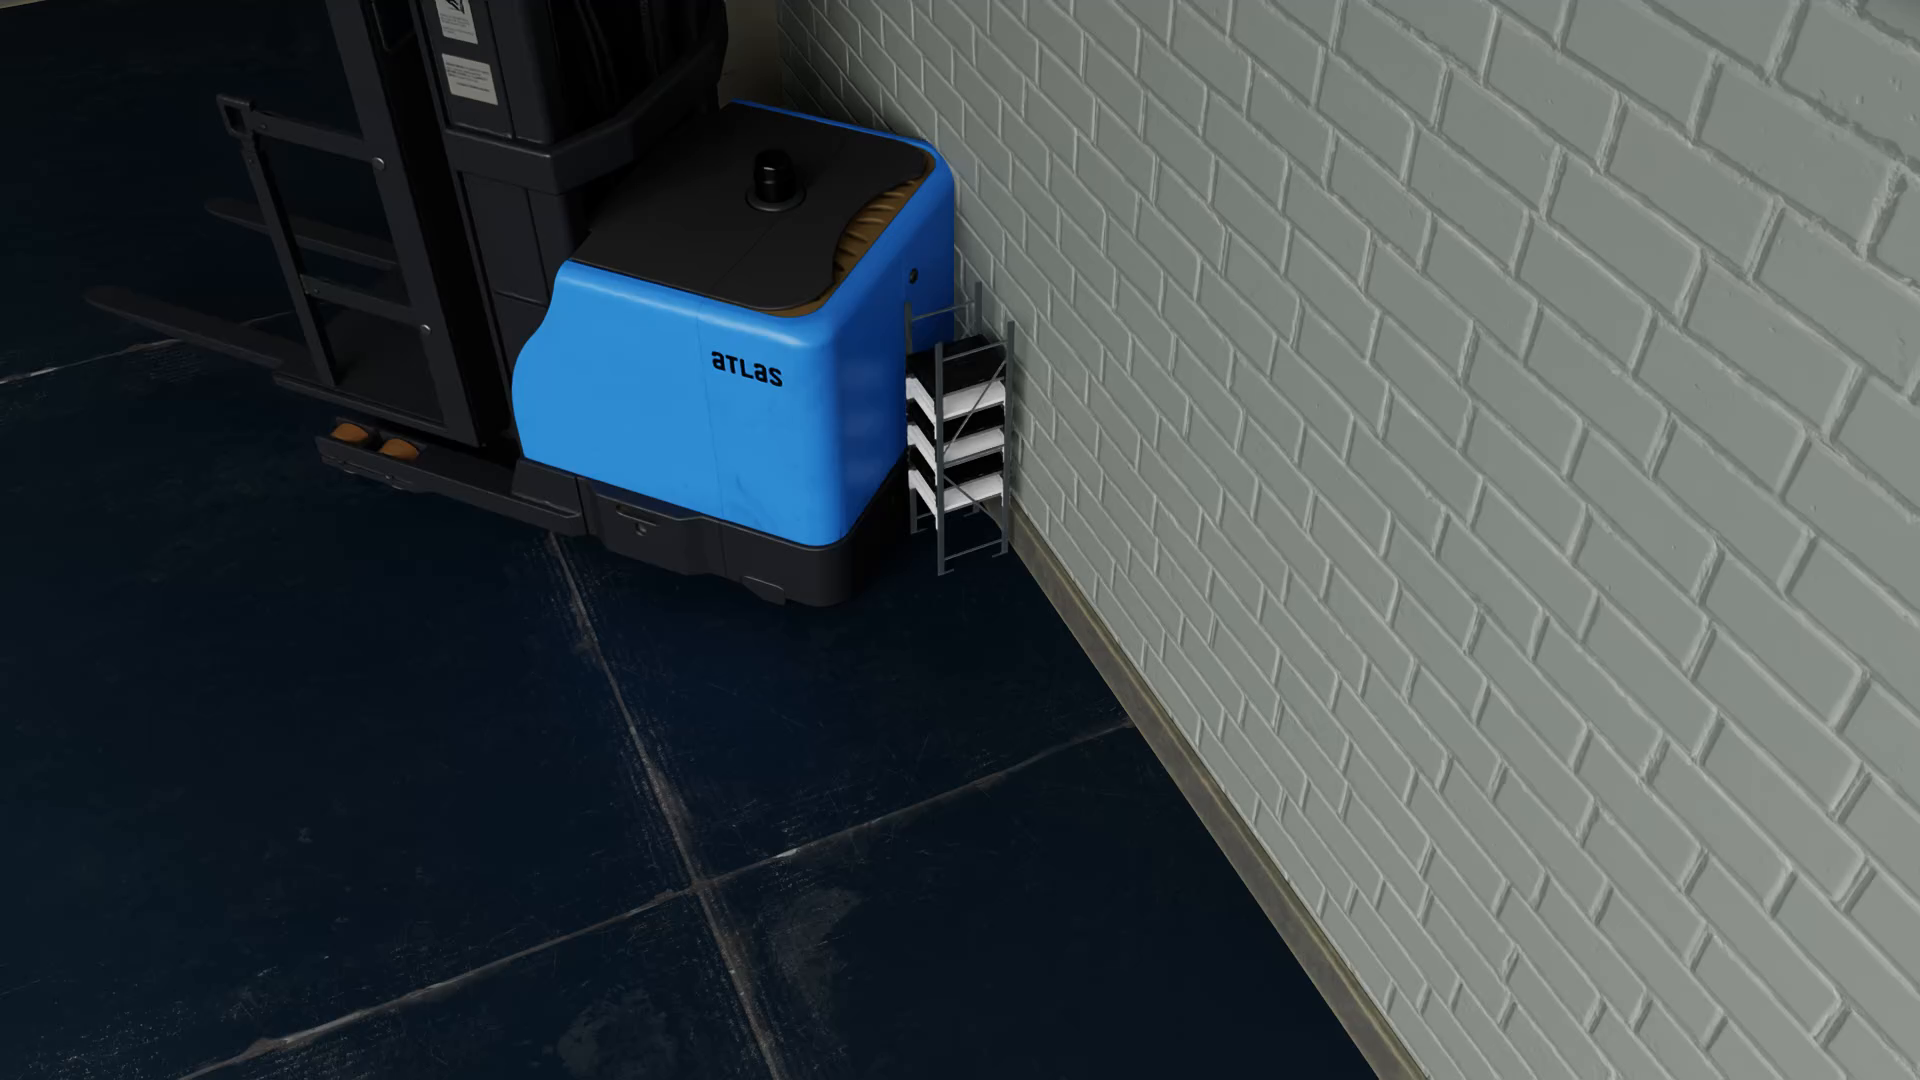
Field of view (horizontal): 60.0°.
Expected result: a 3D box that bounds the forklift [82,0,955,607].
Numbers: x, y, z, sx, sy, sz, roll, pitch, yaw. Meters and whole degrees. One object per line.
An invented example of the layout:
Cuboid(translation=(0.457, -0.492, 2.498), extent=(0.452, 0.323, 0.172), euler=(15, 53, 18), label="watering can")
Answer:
Cuboid(translation=(-1.539, -1.529, 4.713), extent=(3.031, 2.935, 1.130), euler=(17, 47, 16), label="forklift")

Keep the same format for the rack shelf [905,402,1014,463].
Cuboid(translation=(-0.003, -0.352, 4.885), extent=(0.258, 0.077, 0.200), euler=(-19, 48, -18), label="rack shelf")

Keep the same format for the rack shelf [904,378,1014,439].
Cuboid(translation=(-0.003, -0.416, 4.822), extent=(0.258, 0.077, 0.200), euler=(-19, 48, -18), label="rack shelf")

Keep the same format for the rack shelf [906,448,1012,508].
Cuboid(translation=(-0.003, -0.224, 5.012), extent=(0.258, 0.077, 0.200), euler=(-19, 48, -18), label="rack shelf")

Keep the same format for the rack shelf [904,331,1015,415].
Cuboid(translation=(-0.003, -0.480, 4.759), extent=(0.258, 0.077, 0.200), euler=(-19, 48, -18), label="rack shelf")

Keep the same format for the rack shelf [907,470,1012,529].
Cuboid(translation=(-0.003, -0.160, 5.075), extent=(0.258, 0.077, 0.200), euler=(-19, 48, -18), label="rack shelf")

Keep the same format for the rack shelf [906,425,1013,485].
Cuboid(translation=(-0.003, -0.288, 4.948), extent=(0.258, 0.077, 0.200), euler=(-19, 48, -18), label="rack shelf")

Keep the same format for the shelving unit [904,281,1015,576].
Cuboid(translation=(-0.003, -0.311, 4.925), extent=(0.258, 0.900, 0.210), euler=(-19, 48, -18), label="shelving unit")

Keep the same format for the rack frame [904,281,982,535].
Cuboid(translation=(-0.047, -0.376, 4.990), extent=(0.240, 0.900, 0.006), euler=(-19, 48, -18), label="rack frame")

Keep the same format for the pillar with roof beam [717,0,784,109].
Cuboid(translation=(-4.777, -3.288, 2.175), extent=(9.100, 9.000, 0.400), euler=(-18, 47, -17), label="pillar with roof beam")

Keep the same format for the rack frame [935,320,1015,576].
Cuboid(translation=(0.041, -0.247, 4.860), extent=(0.240, 0.900, 0.006), euler=(-19, 48, -18), label="rack frame")
